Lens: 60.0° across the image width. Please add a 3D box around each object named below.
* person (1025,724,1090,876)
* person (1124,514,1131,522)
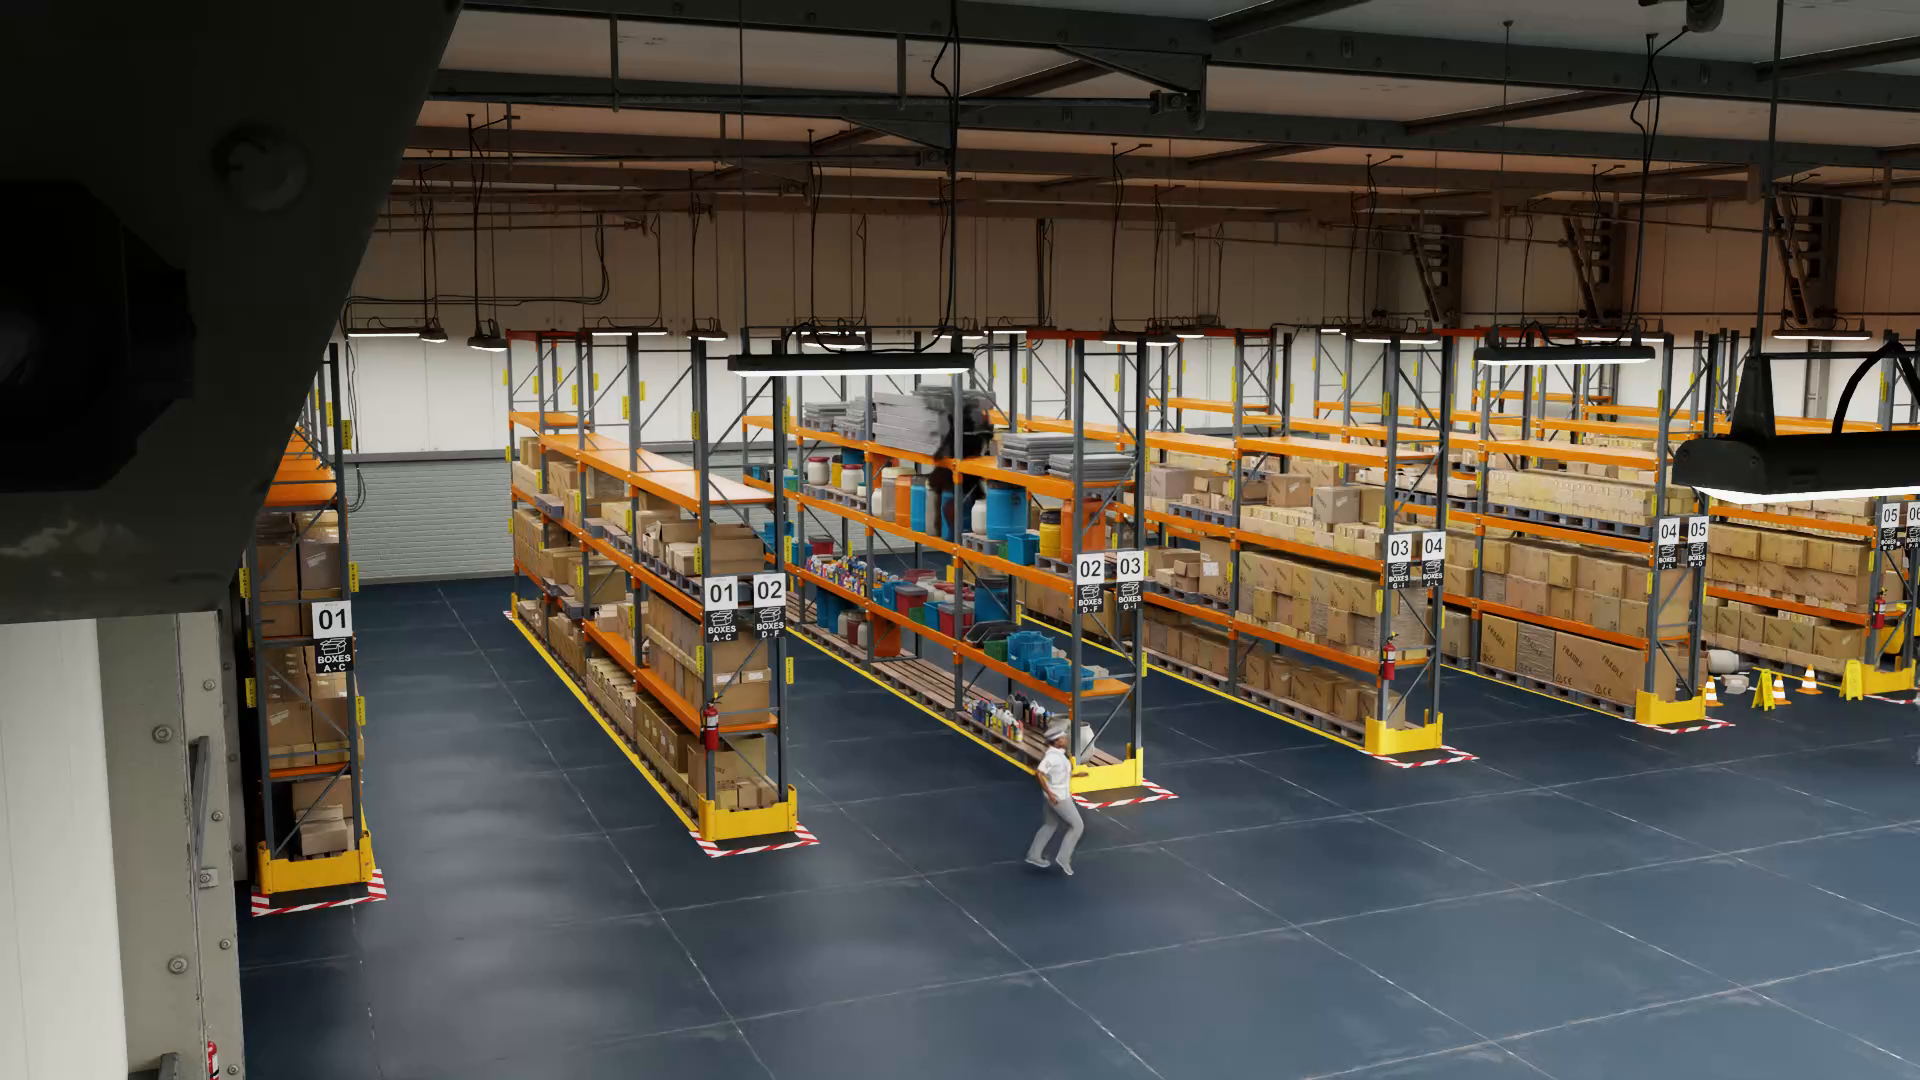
[{"bbox_3d":[1.110,2.948,18.855,0.726,1.742,0.544,0,8,-3],"label":"person"},{"bbox_3d":[3.804,0.248,38.555,0.675,1.752,0.684,-3,8,-18],"label":"person"}]
